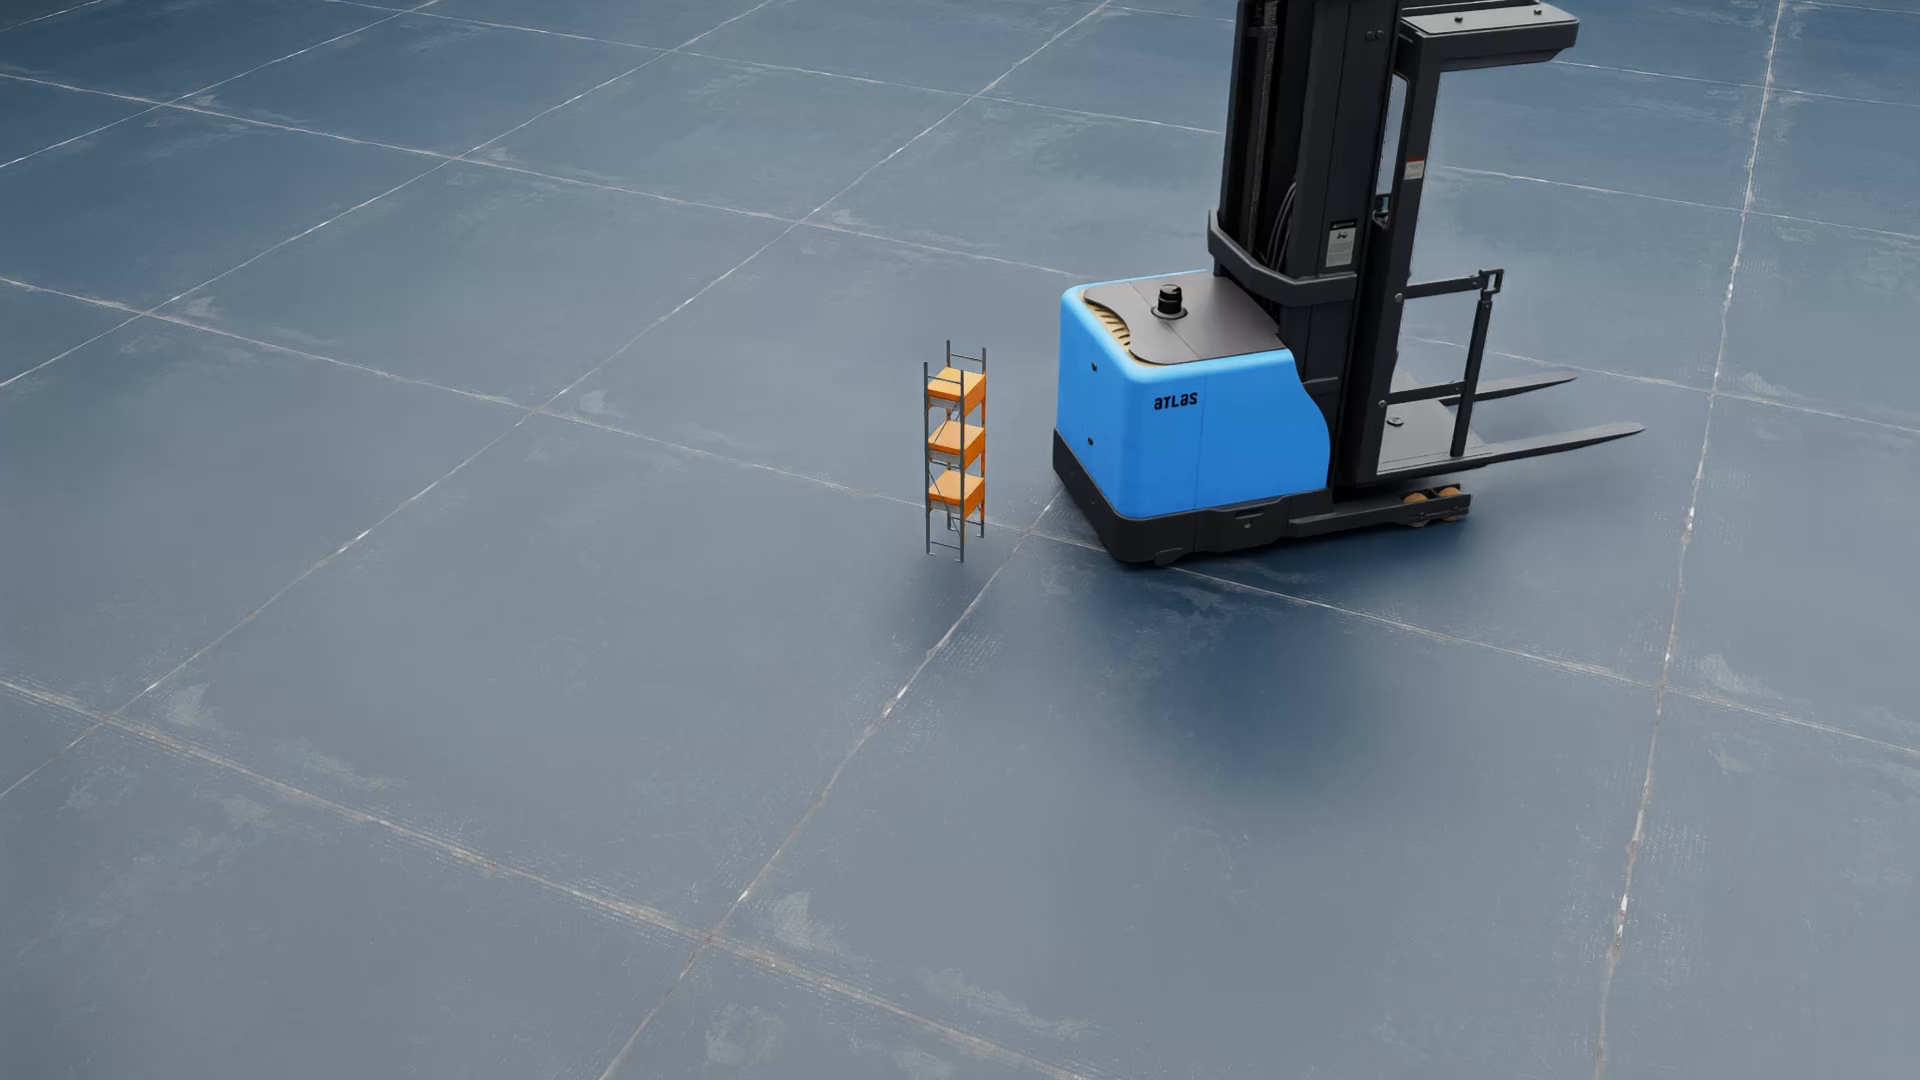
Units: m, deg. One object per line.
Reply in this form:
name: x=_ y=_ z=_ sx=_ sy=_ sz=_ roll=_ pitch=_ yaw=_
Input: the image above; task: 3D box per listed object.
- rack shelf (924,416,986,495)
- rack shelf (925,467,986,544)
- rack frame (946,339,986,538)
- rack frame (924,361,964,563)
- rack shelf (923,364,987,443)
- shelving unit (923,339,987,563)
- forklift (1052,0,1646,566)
rack shelf: x=-0.022 y=-0.404 z=7.927 sx=0.215 sy=0.259 sz=0.240 roll=14 pitch=36 yaw=20
rack shelf: x=-0.022 y=-0.171 z=8.080 sx=0.215 sy=0.259 sz=0.240 roll=14 pitch=36 yaw=20
rack frame: x=0.029 y=-0.473 z=8.014 sx=0.200 sy=1.050 sz=0.008 roll=14 pitch=36 yaw=20
rack frame: x=-0.073 y=-0.352 z=7.829 sx=0.200 sy=1.050 sz=0.008 roll=14 pitch=36 yaw=20
rack shelf: x=-0.022 y=-0.641 z=7.772 sx=0.215 sy=0.259 sz=0.240 roll=14 pitch=36 yaw=20
shelving unit: x=-0.022 y=-0.412 z=7.921 sx=0.215 sy=1.050 sz=0.252 roll=14 pitch=36 yaw=20
forklift: x=2.060 y=-1.559 z=7.954 sx=3.031 sy=2.935 sz=1.130 roll=-9 pitch=34 yaw=-14
